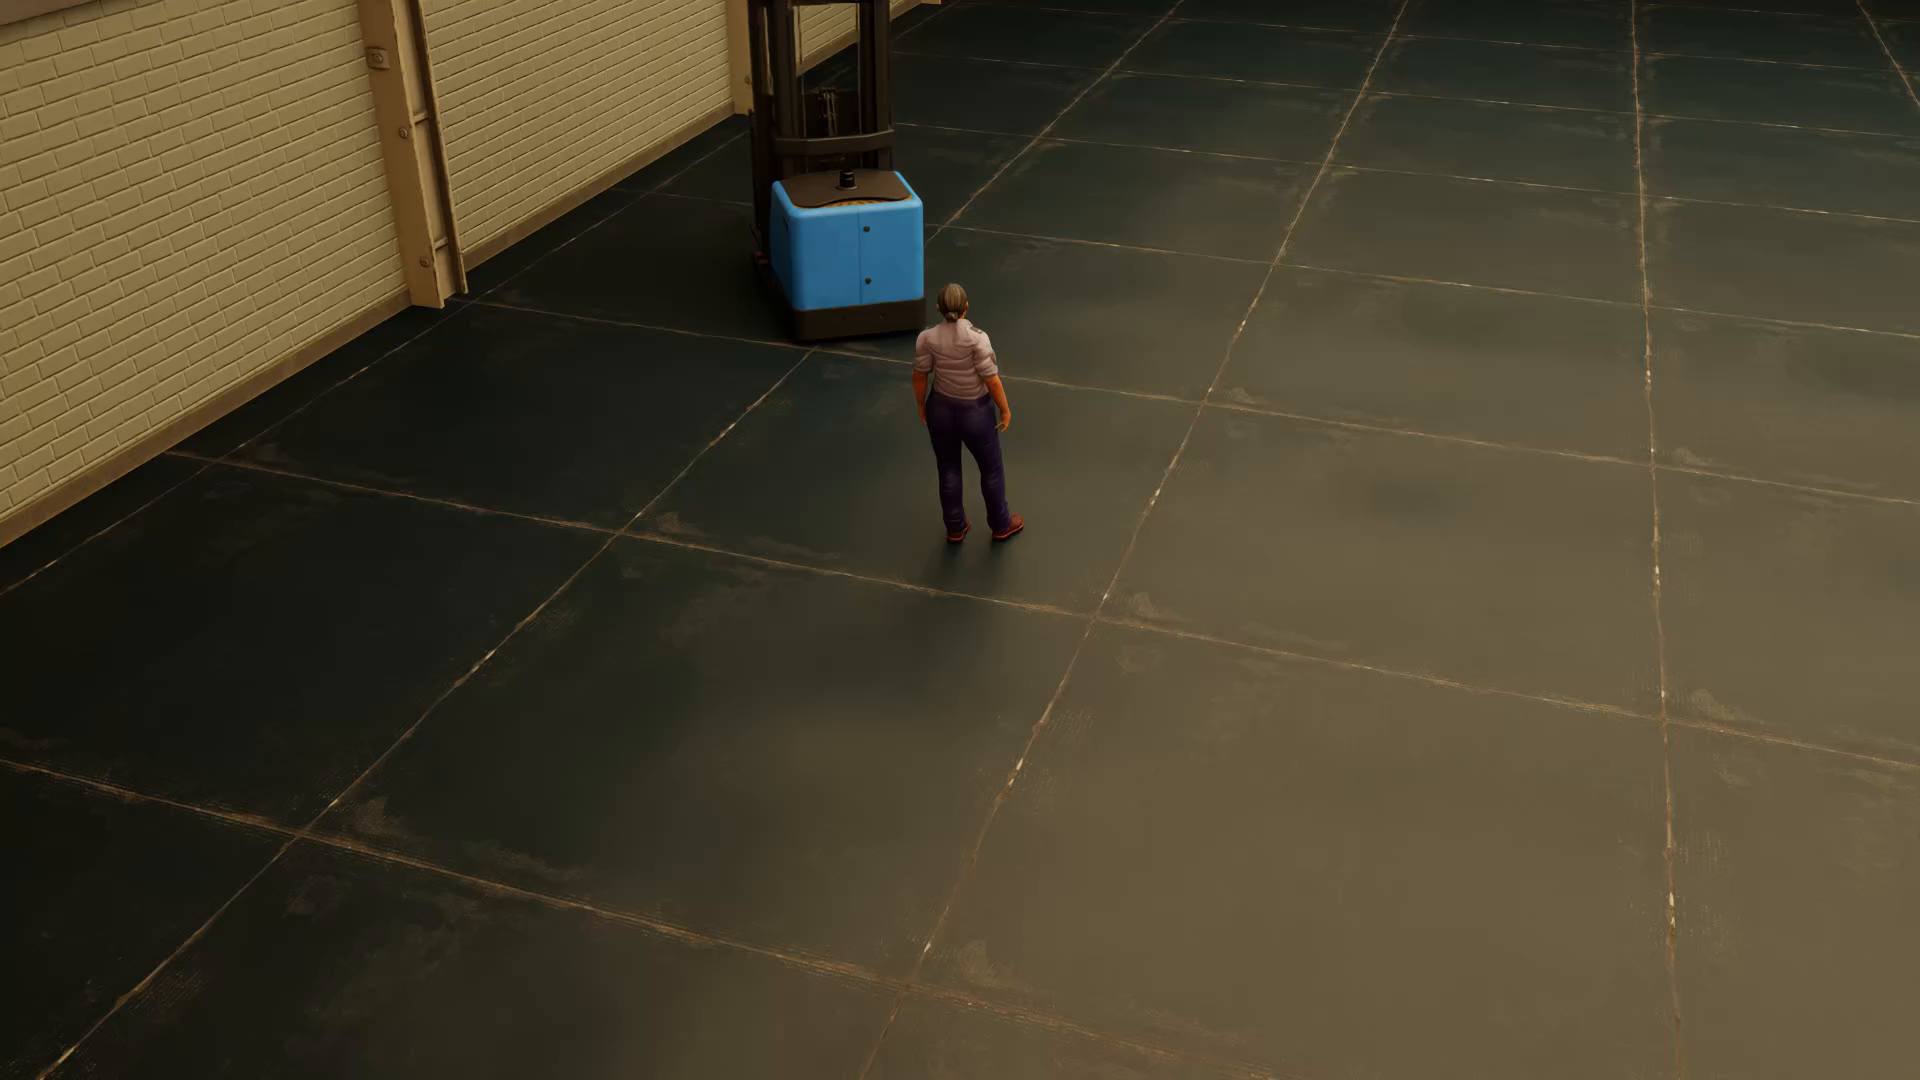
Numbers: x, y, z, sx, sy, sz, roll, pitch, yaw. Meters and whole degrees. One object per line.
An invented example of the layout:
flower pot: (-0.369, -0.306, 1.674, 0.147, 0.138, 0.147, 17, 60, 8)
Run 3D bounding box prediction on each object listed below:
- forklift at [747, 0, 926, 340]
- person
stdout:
forklift: (-1.142, -3.503, 13.282, 1.130, 2.935, 3.031, -8, 31, -13)
person: (0.051, -0.761, 9.751, 0.598, 1.651, 0.503, 10, 31, 16)
